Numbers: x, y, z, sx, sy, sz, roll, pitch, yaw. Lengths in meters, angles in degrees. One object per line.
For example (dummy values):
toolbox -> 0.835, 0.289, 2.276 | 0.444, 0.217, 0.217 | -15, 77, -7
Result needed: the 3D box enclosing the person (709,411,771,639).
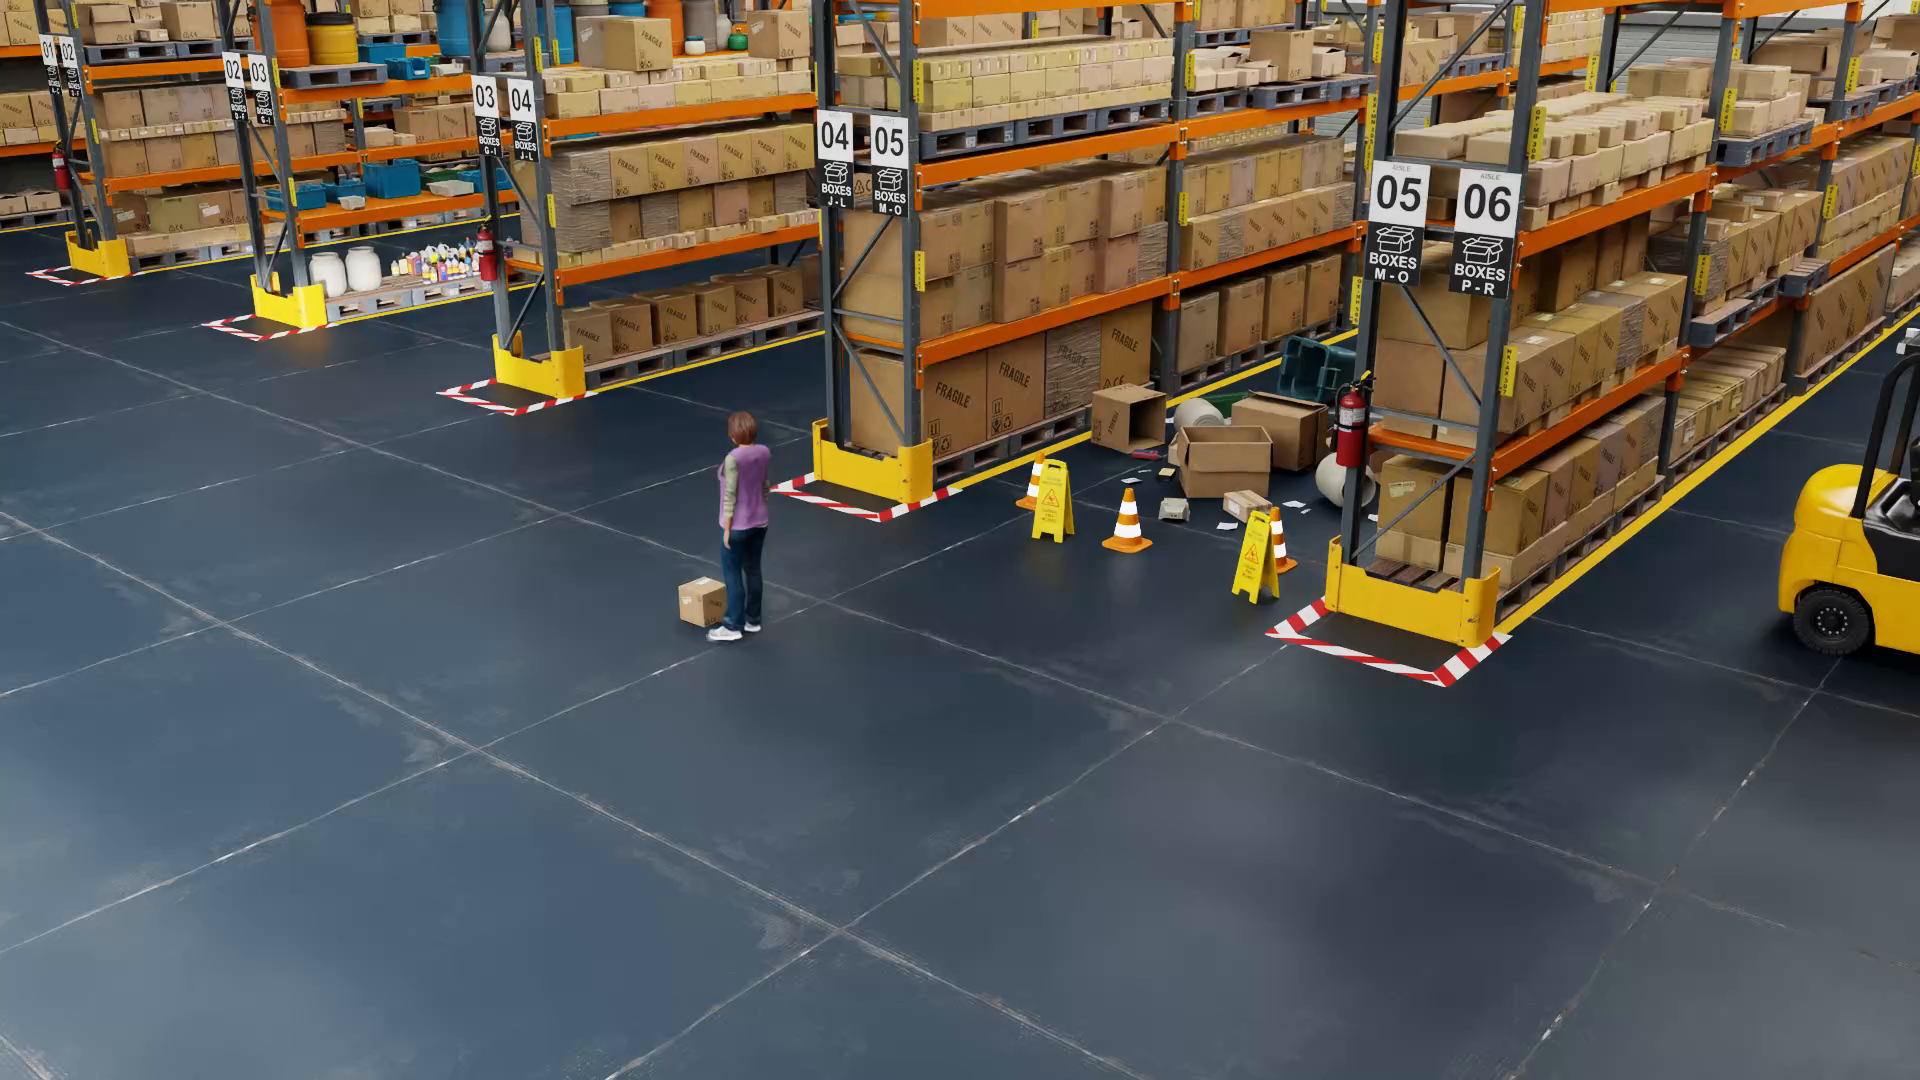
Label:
person -> -1.497, -0.093, 11.334 | 0.384, 1.600, 0.440 | 17, 26, 38
